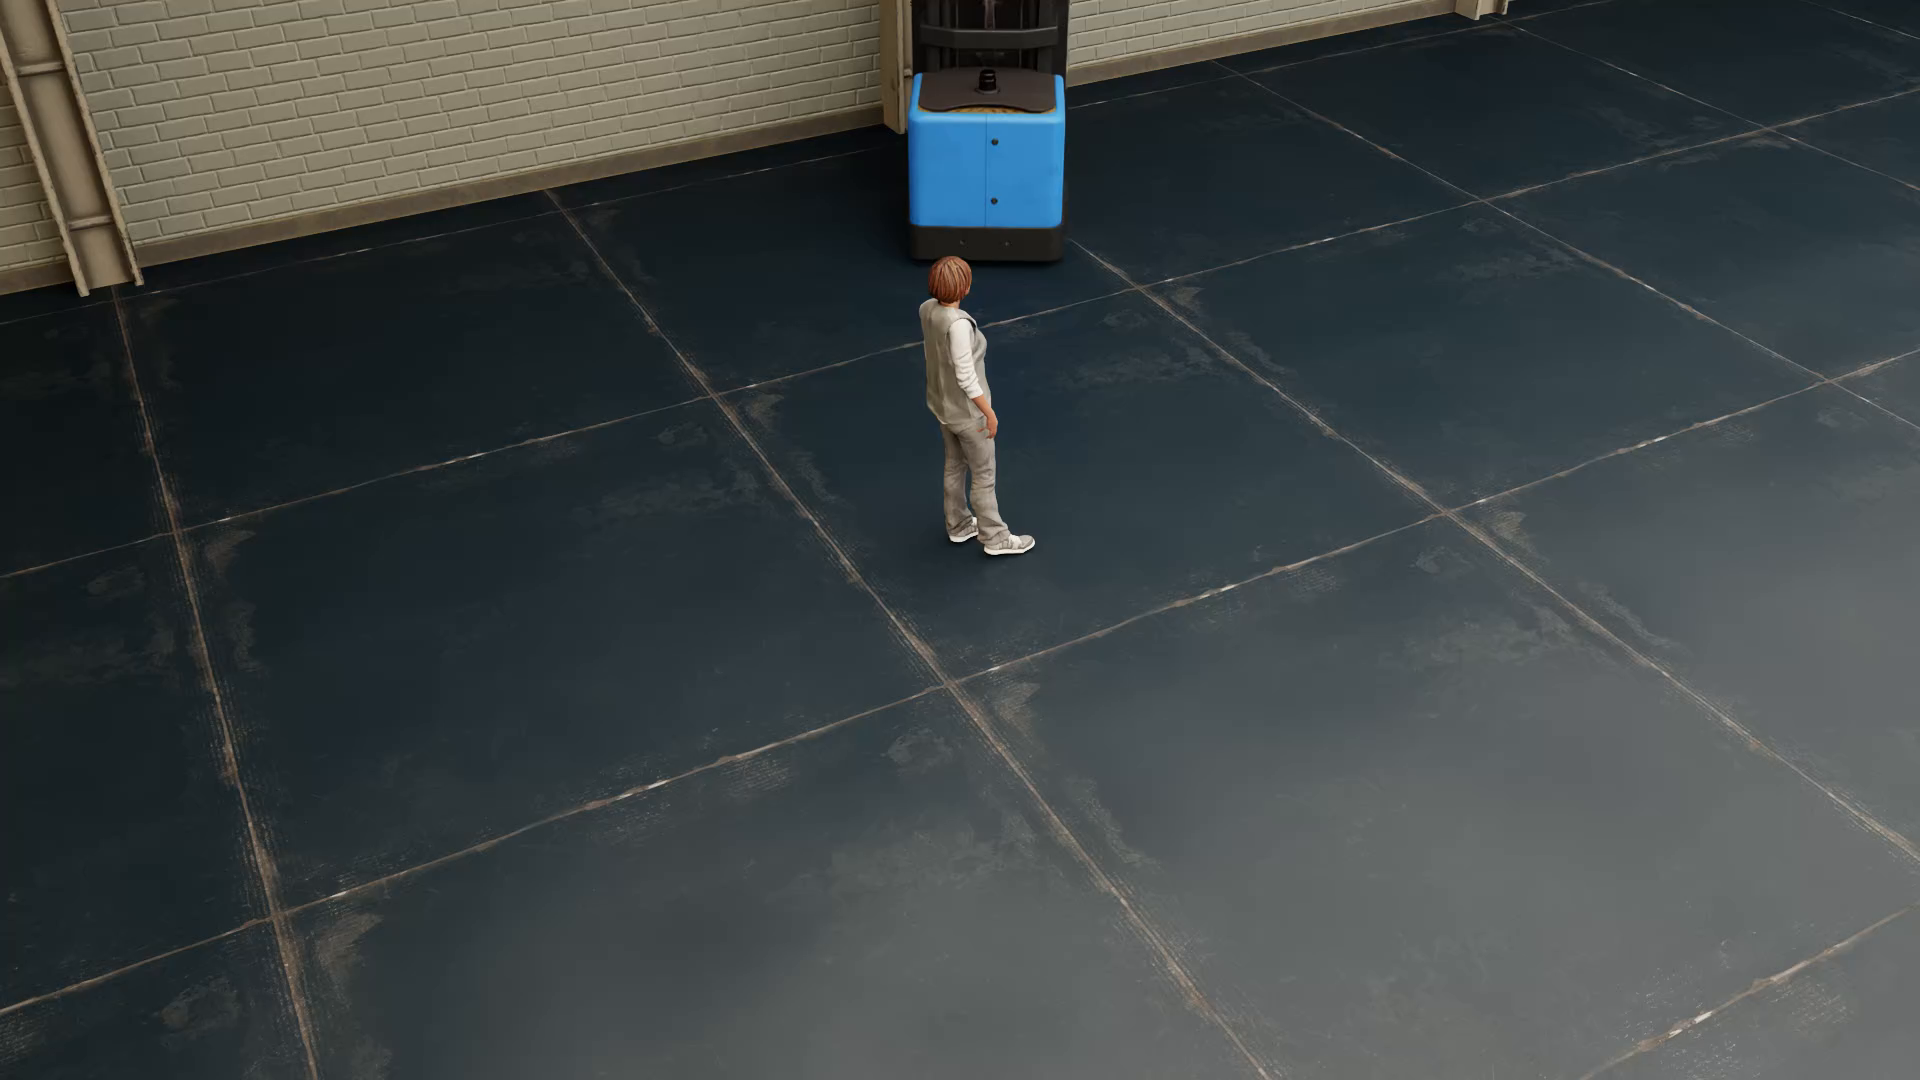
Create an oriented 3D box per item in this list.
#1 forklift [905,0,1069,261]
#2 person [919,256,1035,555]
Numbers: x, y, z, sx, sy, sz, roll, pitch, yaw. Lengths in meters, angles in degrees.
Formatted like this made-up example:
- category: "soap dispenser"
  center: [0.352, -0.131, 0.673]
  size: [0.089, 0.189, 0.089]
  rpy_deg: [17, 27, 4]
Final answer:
- category: "forklift"
  center: [0.215, -3.894, 11.632]
  size: [1.130, 2.935, 3.031]
  rpy_deg: [1, 35, 1]
- category: "person"
  center: [0.073, -0.671, 8.215]
  size: [0.473, 1.599, 0.520]
  rpy_deg: [-17, 39, -23]
